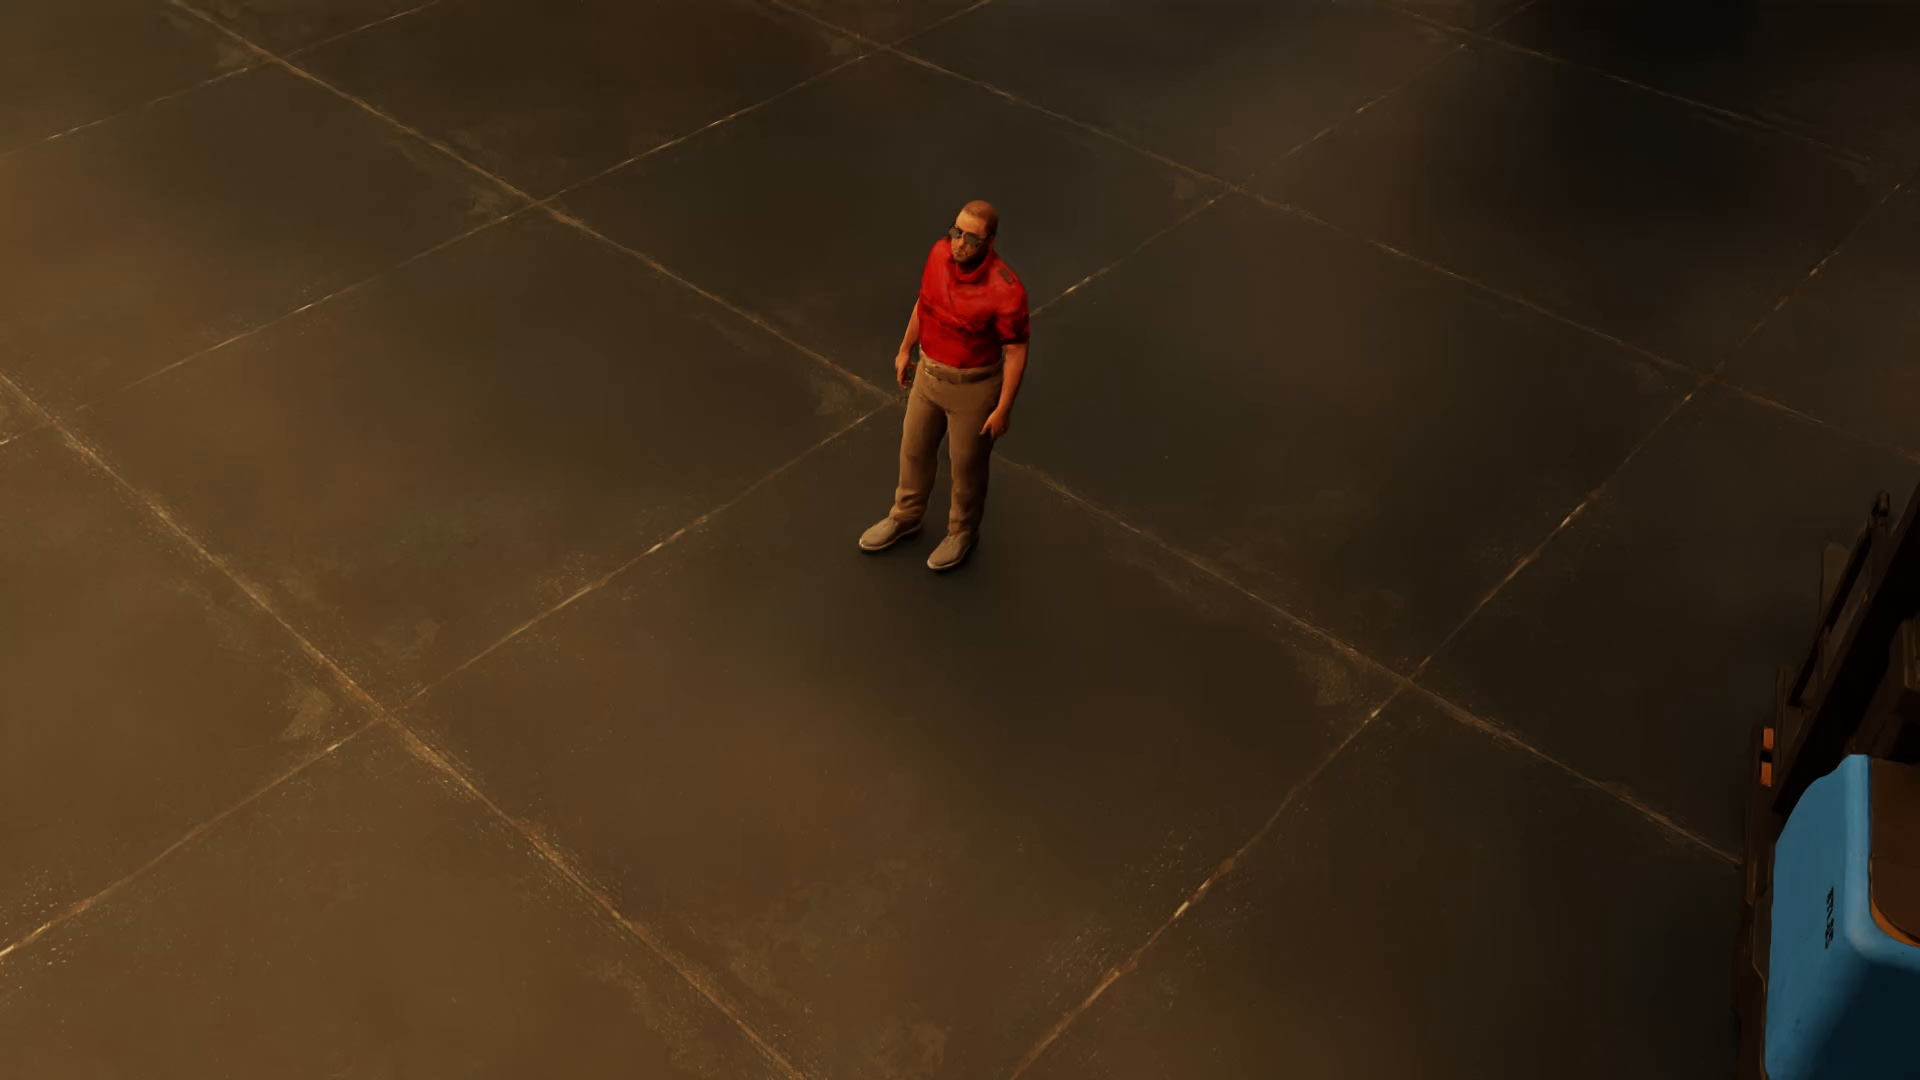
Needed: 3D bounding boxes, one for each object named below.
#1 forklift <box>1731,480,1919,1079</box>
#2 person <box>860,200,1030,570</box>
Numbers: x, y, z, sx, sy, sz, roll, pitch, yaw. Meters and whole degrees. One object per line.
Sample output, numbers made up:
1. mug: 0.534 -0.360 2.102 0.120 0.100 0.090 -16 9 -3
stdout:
1. forklift: 3.557 0.064 5.354 1.130 2.935 3.031 15 43 17
2. person: -0.070 -0.624 7.068 0.640 1.727 0.550 31 49 31
